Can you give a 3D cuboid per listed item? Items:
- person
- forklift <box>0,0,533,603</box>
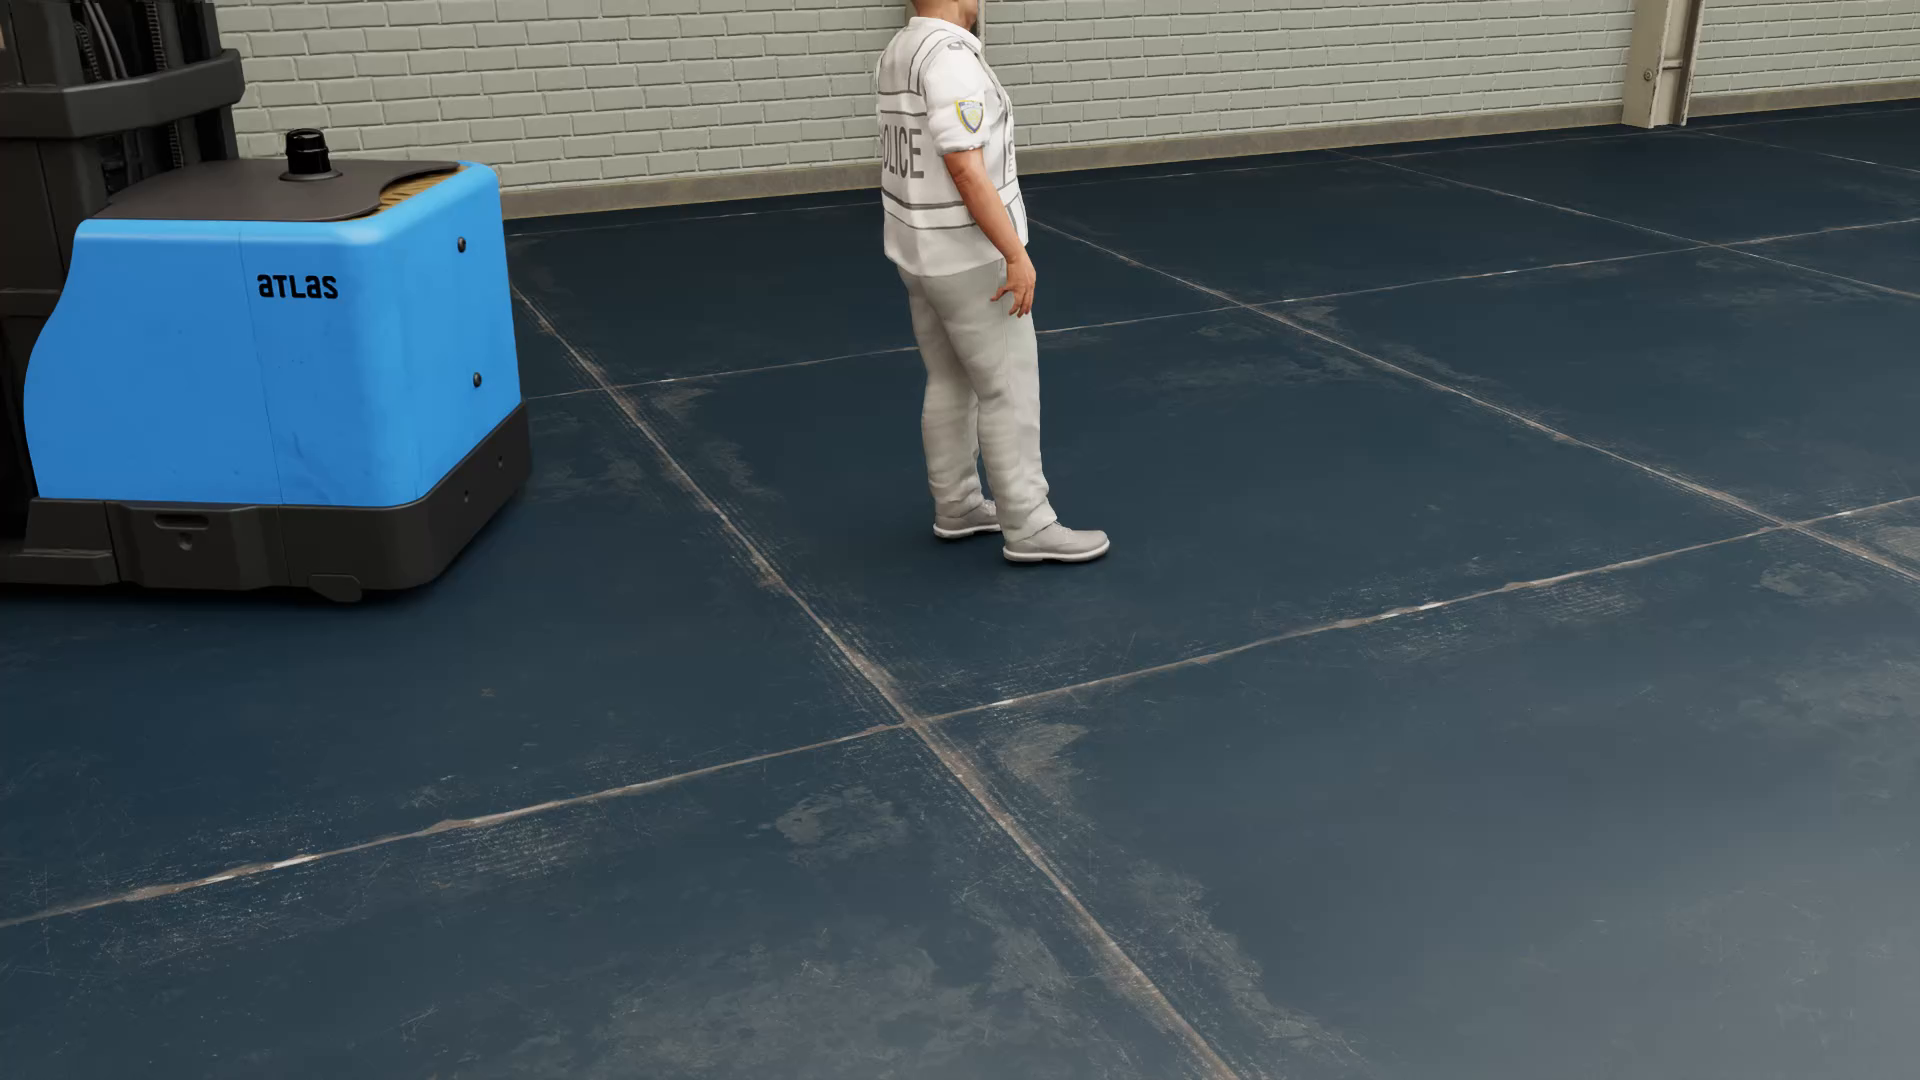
[{"bbox_3d":[0.075,-0.838,4.783,0.575,1.780,0.640,-10,25,-23],"label":"person"},{"bbox_3d":[-2.945,-1.390,4.632,3.031,2.935,1.130,2,23,4],"label":"forklift"}]
